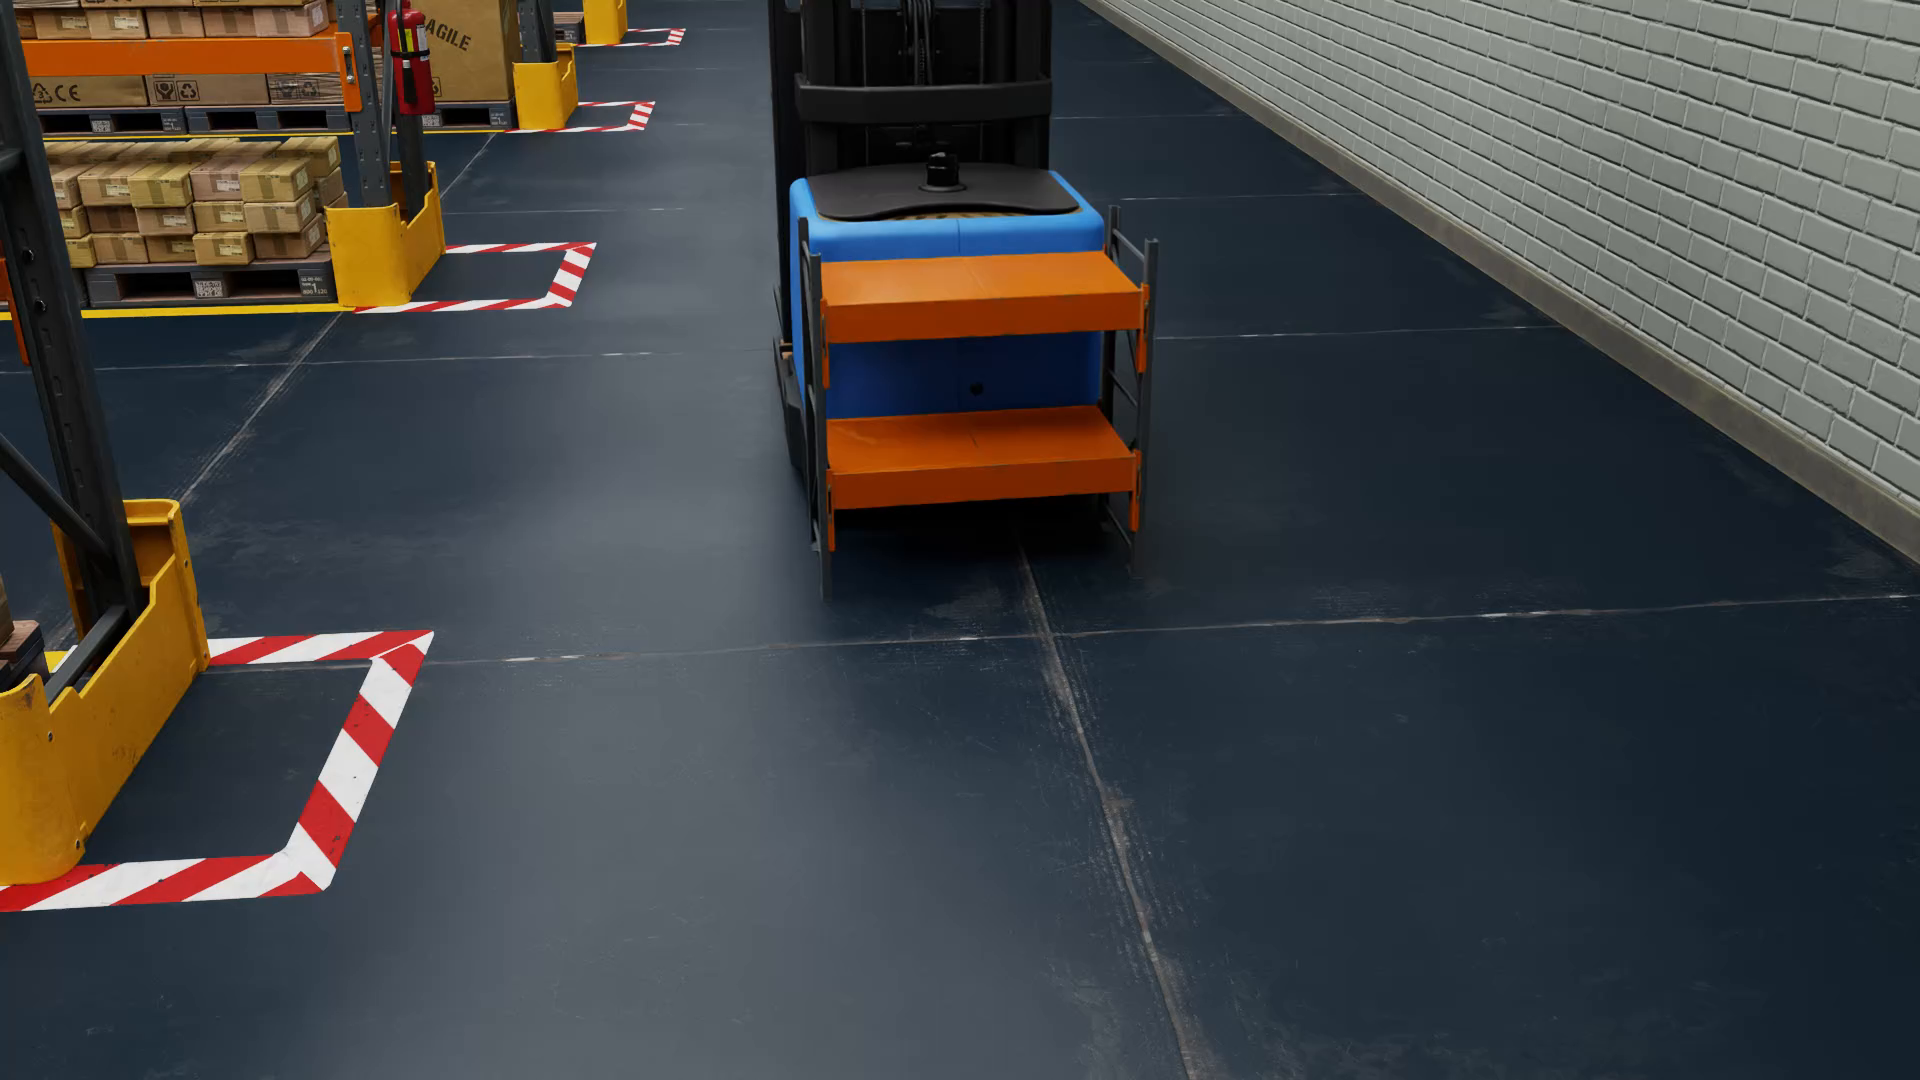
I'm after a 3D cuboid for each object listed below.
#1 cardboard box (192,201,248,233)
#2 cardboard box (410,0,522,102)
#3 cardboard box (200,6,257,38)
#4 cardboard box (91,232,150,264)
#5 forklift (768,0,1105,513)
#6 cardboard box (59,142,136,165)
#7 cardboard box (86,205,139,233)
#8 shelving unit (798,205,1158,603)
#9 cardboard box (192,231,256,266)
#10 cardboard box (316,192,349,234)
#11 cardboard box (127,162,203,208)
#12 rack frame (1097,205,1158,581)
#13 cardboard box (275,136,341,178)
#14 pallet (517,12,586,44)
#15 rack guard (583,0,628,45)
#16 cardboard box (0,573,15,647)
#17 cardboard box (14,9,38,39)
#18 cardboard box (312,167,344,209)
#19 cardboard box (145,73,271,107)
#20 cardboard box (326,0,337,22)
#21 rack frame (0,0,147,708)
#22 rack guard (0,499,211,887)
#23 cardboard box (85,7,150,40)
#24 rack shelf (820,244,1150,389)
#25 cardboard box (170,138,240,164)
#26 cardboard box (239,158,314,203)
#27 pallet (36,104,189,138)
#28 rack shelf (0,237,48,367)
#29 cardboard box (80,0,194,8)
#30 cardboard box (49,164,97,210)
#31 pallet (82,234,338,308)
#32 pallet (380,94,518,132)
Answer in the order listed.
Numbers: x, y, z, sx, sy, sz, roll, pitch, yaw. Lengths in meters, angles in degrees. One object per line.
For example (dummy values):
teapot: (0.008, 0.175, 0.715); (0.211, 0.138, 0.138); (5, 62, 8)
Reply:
cardboard box: (-3.718, -1.687, 8.479); (0.250, 0.149, 0.380); (-3, 24, -6)
cardboard box: (-3.971, -3.959, 13.062); (0.875, 0.875, 0.875); (-2, 24, -5)
cardboard box: (-3.503, -2.550, 8.103); (0.250, 0.149, 0.380); (-2, 24, -5)
cardboard box: (-4.220, -1.529, 8.489); (0.250, 0.149, 0.380); (-2, 24, -5)
forklift: (-0.227, -2.002, 6.646); (1.130, 2.935, 3.031); (-4, 24, -8)
cardboard box: (-4.551, -1.996, 8.807); (0.250, 0.149, 0.380); (-1, 24, -3)
cardboard box: (-4.247, -1.685, 8.474); (0.250, 0.149, 0.380); (-3, 24, -6)
shelving unit: (0.040, -0.448, 5.374); (1.048, 1.125, 0.538); (-4, 24, -9)
cardboard box: (-3.705, -1.519, 8.468); (0.250, 0.149, 0.380); (-2, 24, -4)
cardboard box: (-3.508, -1.784, 9.065); (0.250, 0.149, 0.380); (-2, 24, -4)
cardboard box: (-3.958, -1.776, 8.313); (0.250, 0.149, 0.380); (-3, 24, -6)
rack frame: (0.542, -0.482, 5.449); (0.032, 1.125, 0.500); (-4, 24, -9)
cardboard box: (-3.510, -2.064, 8.962); (0.250, 0.149, 0.380); (-3, 24, -8)
pallet: (-4.653, -5.506, 17.878); (1.213, 0.211, 1.003); (-2, 24, -5)
rack guard: (-3.806, -5.662, 17.872); (0.348, 0.500, 1.175); (-2, 24, -5)
cardboard box: (-3.015, 0.256, 4.119); (0.875, 0.438, 0.875); (-3, 24, -7)
cardboard box: (-4.542, -2.529, 8.056); (0.250, 0.149, 0.380); (-3, 24, -7)
cardboard box: (-3.502, -1.895, 8.946); (0.250, 0.149, 0.380); (-1, 24, -3)
cardboard box: (-5.762, -3.887, 12.901); (0.875, 0.875, 0.875); (-2, 24, -5)
cardboard box: (-3.310, -2.792, 8.647); (0.250, 0.149, 0.380); (-2, 24, -6)
rack frame: (-2.368, -0.790, 3.834); (0.127, 3.000, 1.000); (-2, 24, -5)
rack guard: (-2.344, 0.351, 4.344); (0.348, 0.500, 1.175); (-2, 24, -5)
cardboard box: (-4.003, -2.514, 8.023); (0.250, 0.149, 0.380); (-2, 24, -4)
rack shelf: (0.040, -0.716, 5.255); (1.000, 0.278, 0.538); (-4, 24, -9)
cardboard box: (-4.036, -2.046, 8.921); (0.250, 0.149, 0.380); (-2, 24, -5)
cardboard box: (-3.457, -1.824, 8.422); (0.250, 0.149, 0.380); (-2, 24, -5)
pallet: (-6.558, -3.360, 13.051); (1.213, 0.211, 1.003); (-2, 24, -5)
rack shelf: (-4.358, -0.381, 3.801); (4.000, 0.370, 1.077); (-2, 24, -5)
cardboard box: (-3.890, -2.828, 7.930); (0.500, 0.500, 0.500); (-3, 24, -6)
cardboard box: (-4.484, -1.758, 8.272); (0.250, 0.149, 0.380); (-1, 24, -3)
pallet: (-3.843, -1.491, 8.846); (1.213, 0.211, 1.003); (-2, 24, -5)
pallet: (-4.130, -3.458, 13.270); (1.213, 0.211, 1.003); (-2, 24, -5)
